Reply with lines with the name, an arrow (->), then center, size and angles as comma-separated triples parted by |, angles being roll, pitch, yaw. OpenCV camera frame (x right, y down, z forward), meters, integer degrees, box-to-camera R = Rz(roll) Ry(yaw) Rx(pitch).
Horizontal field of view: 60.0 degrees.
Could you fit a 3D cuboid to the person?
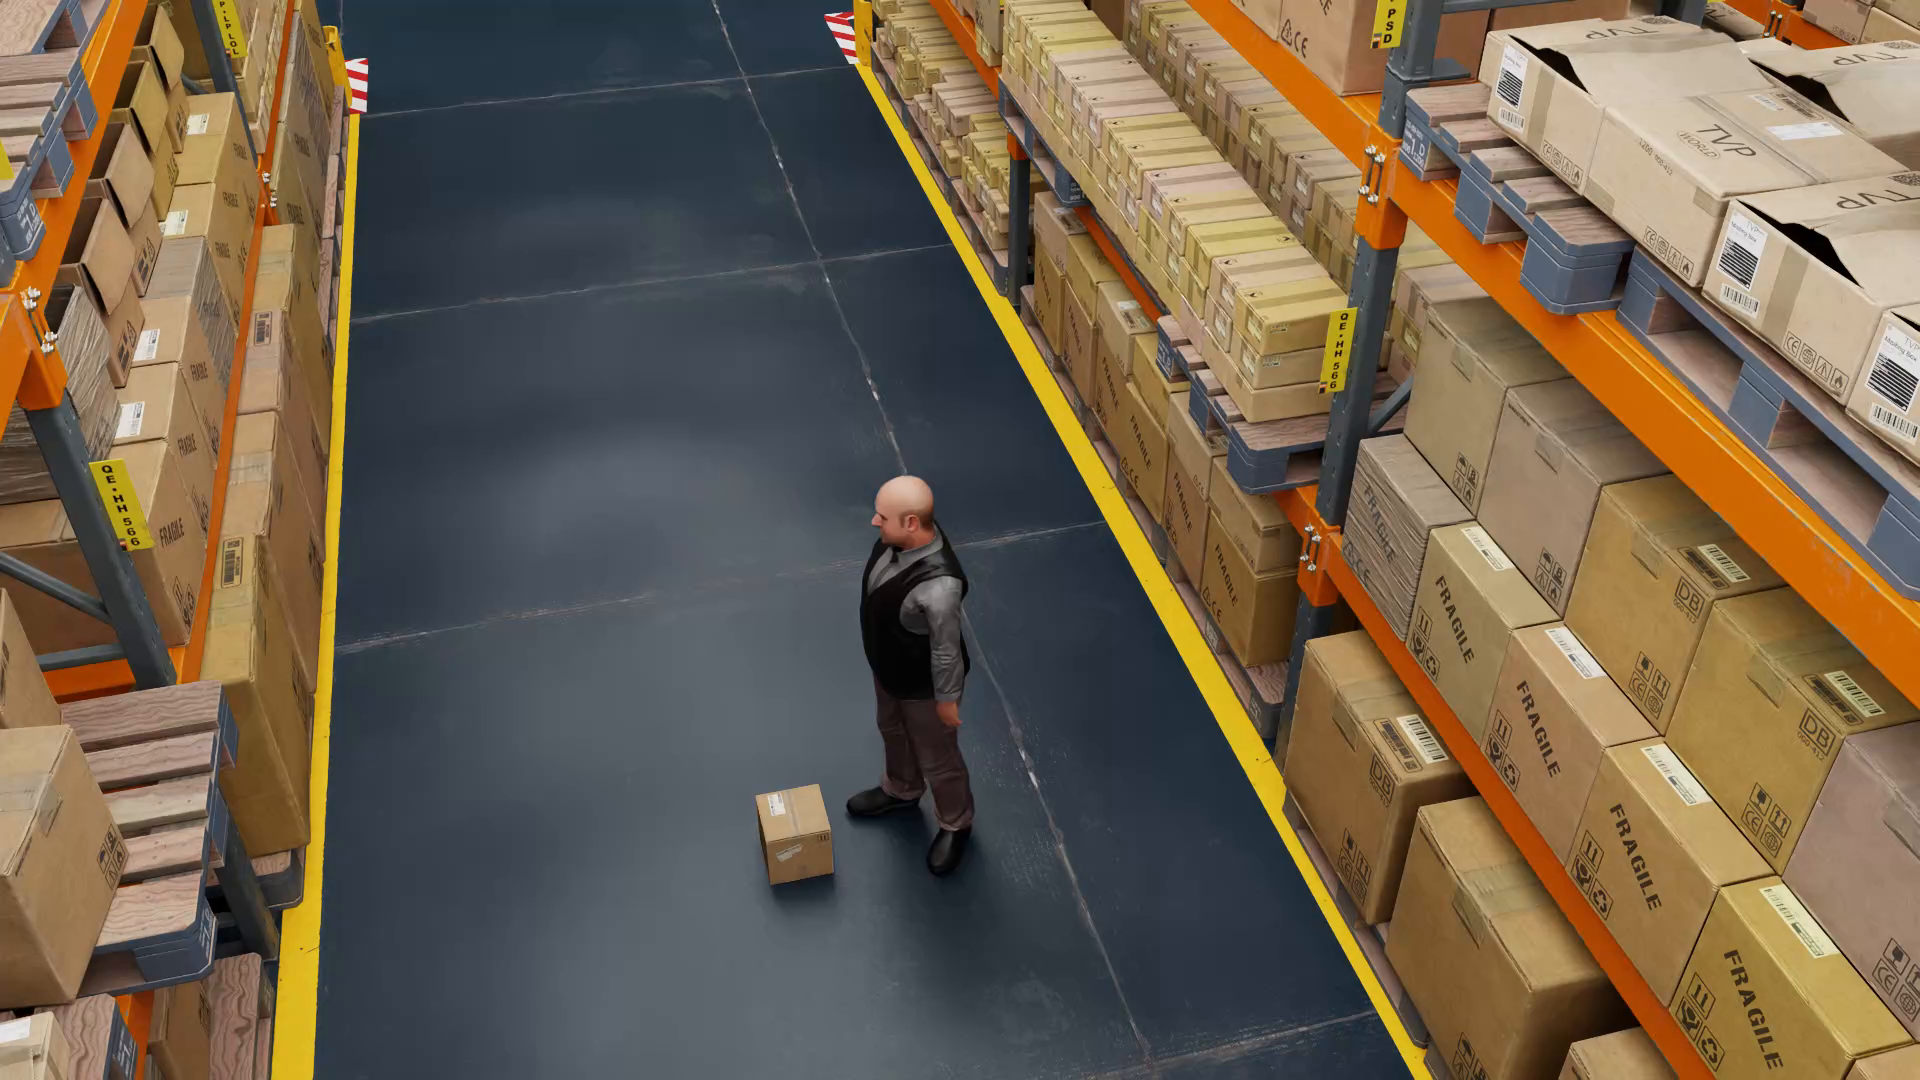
person -> -0.185, 0.462, 6.111 | 0.443, 1.730, 0.616 | -13, 40, -16
